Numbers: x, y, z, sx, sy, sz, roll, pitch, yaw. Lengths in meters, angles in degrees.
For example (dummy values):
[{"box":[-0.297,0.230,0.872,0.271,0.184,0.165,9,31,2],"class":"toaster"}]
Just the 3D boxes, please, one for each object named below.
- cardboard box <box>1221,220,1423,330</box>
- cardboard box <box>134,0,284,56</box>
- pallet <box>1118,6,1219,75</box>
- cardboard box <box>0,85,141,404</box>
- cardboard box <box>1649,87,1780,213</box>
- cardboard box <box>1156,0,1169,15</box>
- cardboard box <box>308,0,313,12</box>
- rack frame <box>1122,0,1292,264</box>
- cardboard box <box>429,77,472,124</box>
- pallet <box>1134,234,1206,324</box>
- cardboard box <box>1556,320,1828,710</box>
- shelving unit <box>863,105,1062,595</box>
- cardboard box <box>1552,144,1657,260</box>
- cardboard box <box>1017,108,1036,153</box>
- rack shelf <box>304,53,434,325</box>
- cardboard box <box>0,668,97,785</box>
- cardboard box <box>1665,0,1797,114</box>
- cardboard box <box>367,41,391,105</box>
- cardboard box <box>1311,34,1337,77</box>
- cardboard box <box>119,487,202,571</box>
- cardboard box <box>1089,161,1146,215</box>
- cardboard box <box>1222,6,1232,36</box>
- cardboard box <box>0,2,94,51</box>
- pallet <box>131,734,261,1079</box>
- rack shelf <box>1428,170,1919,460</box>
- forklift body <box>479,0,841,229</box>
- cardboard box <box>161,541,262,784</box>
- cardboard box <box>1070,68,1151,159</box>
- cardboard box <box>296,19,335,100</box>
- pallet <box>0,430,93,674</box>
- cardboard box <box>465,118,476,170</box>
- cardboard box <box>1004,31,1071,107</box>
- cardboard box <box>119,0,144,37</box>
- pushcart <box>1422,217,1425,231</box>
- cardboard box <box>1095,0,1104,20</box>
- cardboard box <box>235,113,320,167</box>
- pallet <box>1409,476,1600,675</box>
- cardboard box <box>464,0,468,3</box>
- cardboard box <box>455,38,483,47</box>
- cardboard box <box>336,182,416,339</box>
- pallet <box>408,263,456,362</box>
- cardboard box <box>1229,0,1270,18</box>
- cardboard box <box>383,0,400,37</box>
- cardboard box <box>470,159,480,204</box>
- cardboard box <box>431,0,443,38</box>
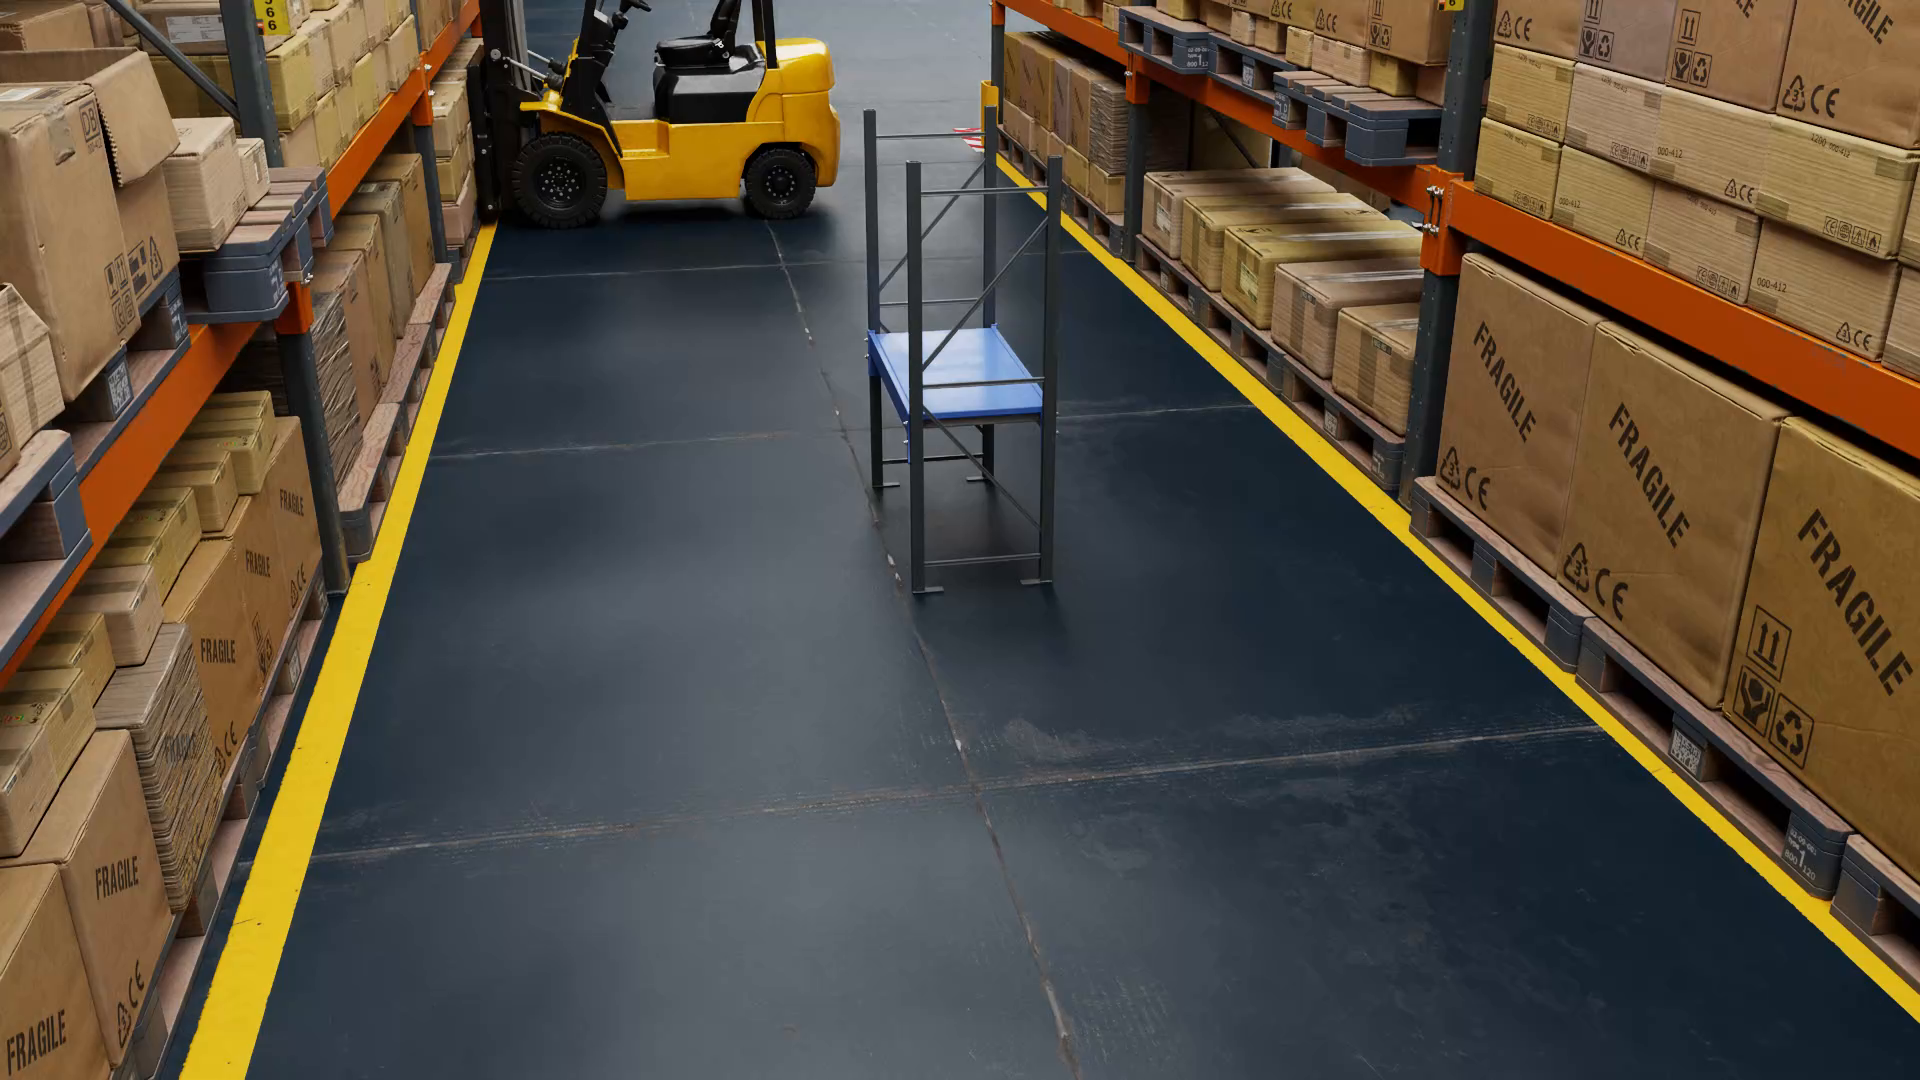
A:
[{"box":[1.861,-1.334,8.314,0.950,0.372,0.625,-4,24,-8],"class":"cardboard box"},{"box":[-2.413,-1.655,5.357,0.380,0.149,0.250,-4,24,-8],"class":"cardboard box"},{"box":[1.493,-2.708,8.942,1.003,0.211,1.213,-4,24,-10],"class":"pallet"},{"box":[-2.014,-0.549,3.110,0.700,0.500,0.500,-4,24,-10],"class":"cardboard box"},{"box":[2.260,-1.076,4.530,0.500,0.250,0.500,-4,24,-10],"class":"cardboard box"},{"box":[1.286,-2.944,9.032,0.380,0.149,0.250,-4,24,-9],"class":"cardboard box"},{"box":[-2.673,-2.058,6.279,0.380,0.149,0.250,-4,24,-9],"class":"cardboard box"},{"box":[1.495,-3.107,9.617,1.000,3.000,0.127,-4,24,-10],"class":"rack frame"},{"box":[-3.352,-2.739,10.436,0.500,0.250,0.500,-3,24,-8],"class":"cardboard box"},{"box":[1.640,-1.523,9.474,1.003,0.211,1.213,-4,24,-10],"class":"pallet"},{"box":[2.441,-0.124,4.916,0.875,0.875,0.875,-4,24,-9],"class":"cardboard box"},{"box":[-0.016,-0.721,6.027,0.538,1.500,1.048,-4,24,-10],"class":"shelving unit"},{"box":[2.190,-1.053,5.102,0.500,0.250,0.500,-5,24,-11],"class":"cardboard box"},{"box":[0.719,-3.074,12.451,0.500,0.250,0.500,-3,24,-8],"class":"cardboard box"},{"box":[-3.013,-1.622,7.115,1.077,0.370,4.000,-4,24,-10],"class":"rack shelf"},{"box":[-2.011,0.394,3.387,0.380,0.149,0.250,-3,24,-8],"class":"cardboard box"},{"box":[2.267,-1.427,4.395,0.500,0.500,0.500,-4,24,-8],"class":"cardboard box"},{"box":[-2.872,-2.096,7.489,0.500,0.250,0.500,-4,24,-9],"class":"cardboard box"},{"box":[1.692,-2.018,6.913,0.380,0.149,0.250,-5,24,-12],"class":"cardboard box"},{"box":[-2.212,-0.015,4.324,0.380,0.149,0.250,-4,24,-8],"class":"cardboard box"},{"box":[1.121,-2.252,10.570,0.500,0.250,0.500,-3,24,-7],"class":"cardboard box"},{"box":[1.502,-2.537,8.101,0.380,0.149,0.250,-4,24,-9],"class":"cardboard box"},{"box":[-2.702,-1.189,4.576,0.500,0.500,0.500,-3,24,-7],"class":"cardboard box"},{"box":[-2.320,0.888,3.953,1.003,0.211,1.213,-4,24,-10],"class":"pallet"},{"box":[2.604,-0.418,4.357,1.077,0.370,4.000,-4,24,-10],"class":"rack shelf"},{"box":[-1.979,-3.312,11.146,2.313,2.155,1.214,-4,24,-10],"class":"forklift body"},{"box":[-2.172,0.342,4.318,0.500,0.500,0.500,-3,24,-7],"class":"cardboard box"},{"box":[1.026,-2.796,10.878,0.500,0.500,0.500,-4,24,-9],"class":"cardboard box"},{"box":[-2.577,-1.715,5.992,0.500,0.250,0.500,-4,24,-8],"class":"cardboard box"},{"box":[-1.944,0.174,2.344,1.003,0.211,1.213,-4,24,-10],"class":"pallet"},{"box":[-3.346,-2.510,10.535,0.500,0.250,0.500,-5,24,-10],"class":"cardboard box"},{"box":[0.637,-3.610,12.741,0.500,0.500,0.500,-5,24,-12],"class":"cardboard box"},{"box":[-3.048,-1.822,5.739,0.380,0.149,0.250,-4,24,-10],"class":"cardboard box"},{"box":[3.726,-2.094,10.573,1.648,0.377,0.936,-13,27,-28],"class":"pushcart"},{"box":[1.079,-3.401,10.603,0.380,0.149,0.250,-5,24,-10],"class":"cardboard box"},{"box":[-2.485,-1.289,5.641,0.500,0.250,0.500,-4,24,-10],"class":"cardboard box"},{"box":[2.306,0.060,5.850,1.003,0.211,1.213,-4,24,-10],"class":"pallet"},{"box":[-3.687,-3.979,11.487,0.500,0.500,0.500,-4,24,-8],"class":"cardboard box"},{"box":[-3.731,-3.544,12.279,0.500,0.250,0.500,-4,24,-8],"class":"cardboard box"},{"box":[-3.139,-1.332,7.995,0.875,0.625,0.625,-5,24,-10],"class":"cardboard box"},{"box":[-3.208,-1.174,8.674,1.003,0.211,1.213,-4,24,-10],"class":"pallet"},{"box":[1.576,-2.683,7.623,0.500,0.500,0.500,-5,24,-12],"class":"cardboard box"},{"box":[-2.939,-2.523,7.841,0.500,0.250,0.500,-5,24,-11],"class":"cardboard box"},{"box":[-3.366,-2.285,10.645,0.500,0.250,0.500,-4,24,-9],"class":"cardboard box"},{"box":[-3.321,-3.182,9.663,0.500,0.500,0.500,-4,24,-9],"class":"cardboard box"}]
